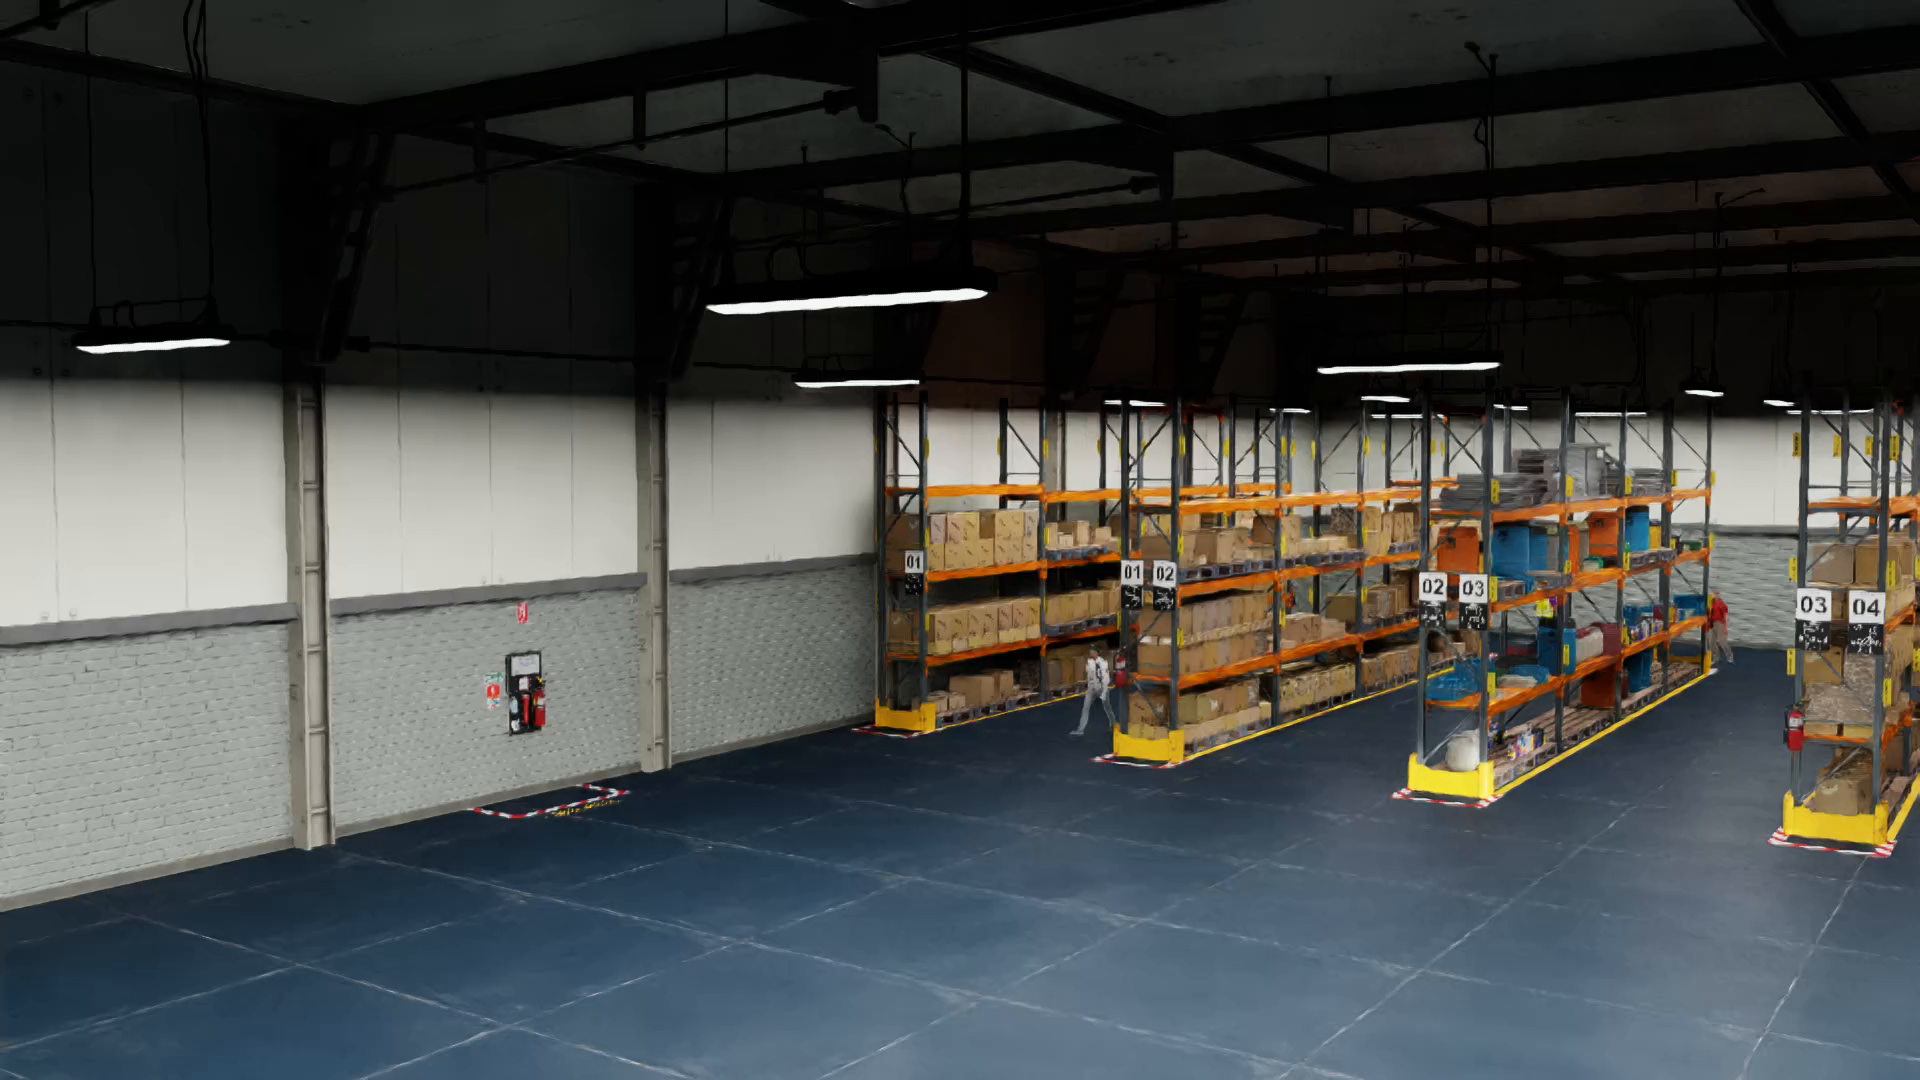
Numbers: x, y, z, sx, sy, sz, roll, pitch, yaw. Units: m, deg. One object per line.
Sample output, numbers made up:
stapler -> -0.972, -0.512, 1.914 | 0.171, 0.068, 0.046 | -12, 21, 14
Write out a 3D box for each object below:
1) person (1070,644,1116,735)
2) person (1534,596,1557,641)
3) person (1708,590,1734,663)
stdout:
person -> 2.372, 2.578, 28.894 | 0.494, 1.586, 1.060 | 2, 4, 38
person -> 14.456, 1.866, 41.115 | 0.589, 1.716, 1.043 | 2, 4, 33
person -> 17.660, 2.010, 38.598 | 0.580, 1.708, 0.595 | -1, 3, -20
